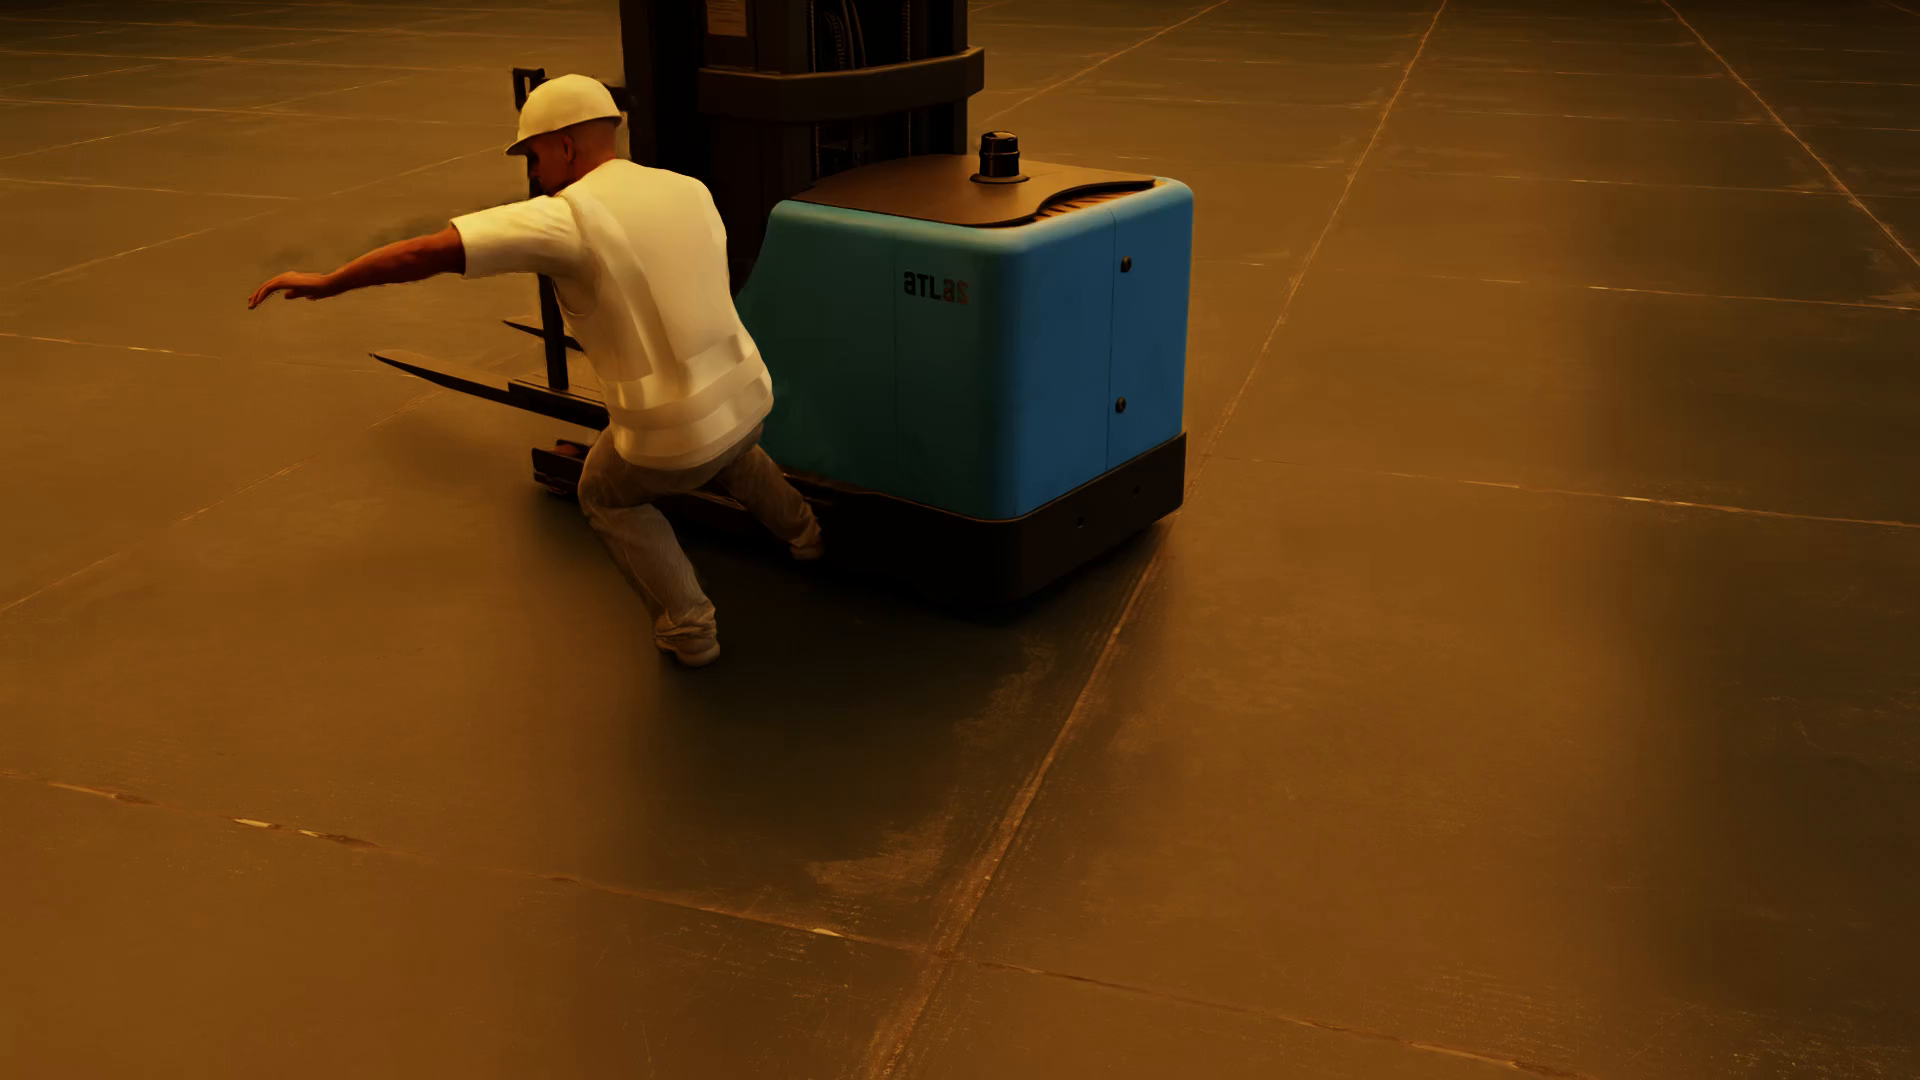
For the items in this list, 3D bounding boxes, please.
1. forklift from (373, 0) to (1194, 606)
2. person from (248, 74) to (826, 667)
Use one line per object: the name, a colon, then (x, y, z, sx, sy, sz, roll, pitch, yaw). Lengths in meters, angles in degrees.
forklift: (-0.786, -1.603, 5.164, 3.031, 2.935, 1.130, 16, 27, 33)
person: (-0.837, -0.408, 4.147, 0.799, 1.466, 1.580, 15, 27, 32)
